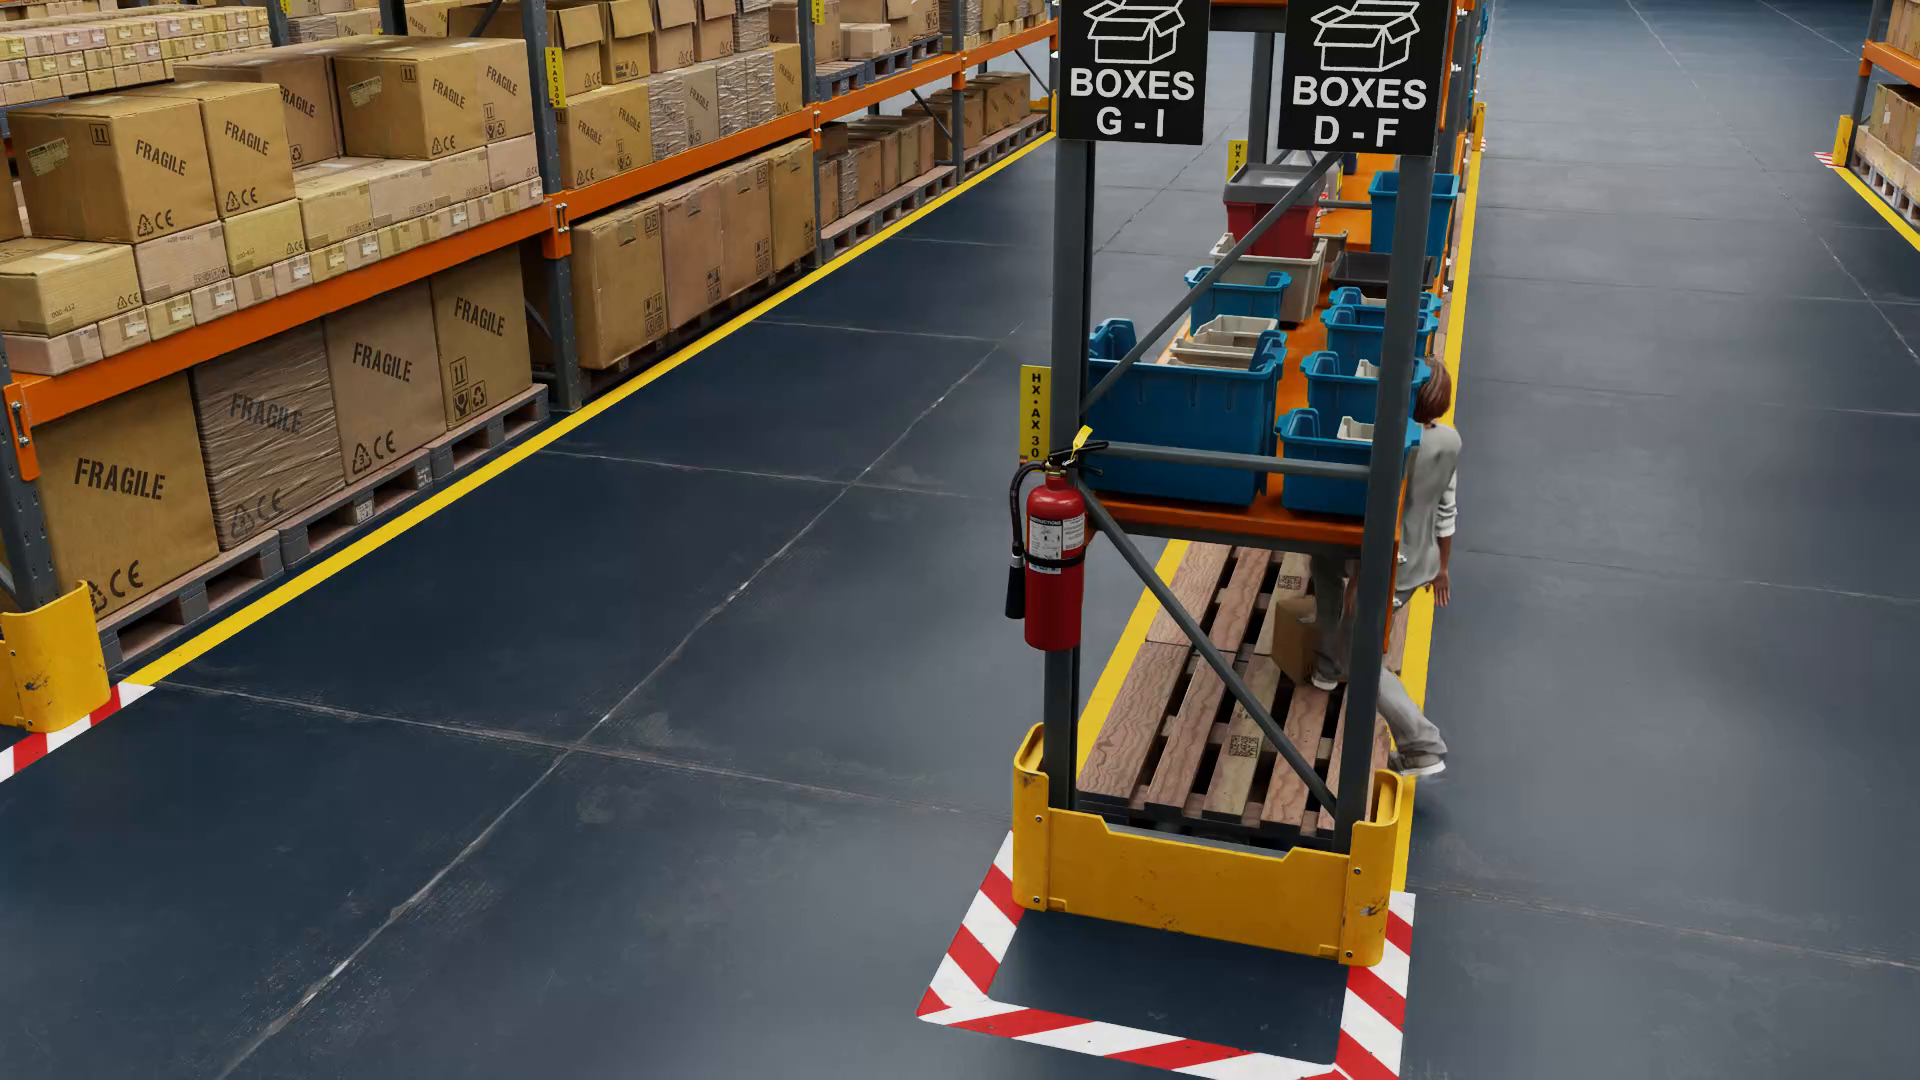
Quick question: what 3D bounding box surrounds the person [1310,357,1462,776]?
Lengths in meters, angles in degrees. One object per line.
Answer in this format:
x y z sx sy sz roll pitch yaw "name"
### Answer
1.484 0.058 5.896 0.442 1.474 0.838 -18 29 -38 "person"
